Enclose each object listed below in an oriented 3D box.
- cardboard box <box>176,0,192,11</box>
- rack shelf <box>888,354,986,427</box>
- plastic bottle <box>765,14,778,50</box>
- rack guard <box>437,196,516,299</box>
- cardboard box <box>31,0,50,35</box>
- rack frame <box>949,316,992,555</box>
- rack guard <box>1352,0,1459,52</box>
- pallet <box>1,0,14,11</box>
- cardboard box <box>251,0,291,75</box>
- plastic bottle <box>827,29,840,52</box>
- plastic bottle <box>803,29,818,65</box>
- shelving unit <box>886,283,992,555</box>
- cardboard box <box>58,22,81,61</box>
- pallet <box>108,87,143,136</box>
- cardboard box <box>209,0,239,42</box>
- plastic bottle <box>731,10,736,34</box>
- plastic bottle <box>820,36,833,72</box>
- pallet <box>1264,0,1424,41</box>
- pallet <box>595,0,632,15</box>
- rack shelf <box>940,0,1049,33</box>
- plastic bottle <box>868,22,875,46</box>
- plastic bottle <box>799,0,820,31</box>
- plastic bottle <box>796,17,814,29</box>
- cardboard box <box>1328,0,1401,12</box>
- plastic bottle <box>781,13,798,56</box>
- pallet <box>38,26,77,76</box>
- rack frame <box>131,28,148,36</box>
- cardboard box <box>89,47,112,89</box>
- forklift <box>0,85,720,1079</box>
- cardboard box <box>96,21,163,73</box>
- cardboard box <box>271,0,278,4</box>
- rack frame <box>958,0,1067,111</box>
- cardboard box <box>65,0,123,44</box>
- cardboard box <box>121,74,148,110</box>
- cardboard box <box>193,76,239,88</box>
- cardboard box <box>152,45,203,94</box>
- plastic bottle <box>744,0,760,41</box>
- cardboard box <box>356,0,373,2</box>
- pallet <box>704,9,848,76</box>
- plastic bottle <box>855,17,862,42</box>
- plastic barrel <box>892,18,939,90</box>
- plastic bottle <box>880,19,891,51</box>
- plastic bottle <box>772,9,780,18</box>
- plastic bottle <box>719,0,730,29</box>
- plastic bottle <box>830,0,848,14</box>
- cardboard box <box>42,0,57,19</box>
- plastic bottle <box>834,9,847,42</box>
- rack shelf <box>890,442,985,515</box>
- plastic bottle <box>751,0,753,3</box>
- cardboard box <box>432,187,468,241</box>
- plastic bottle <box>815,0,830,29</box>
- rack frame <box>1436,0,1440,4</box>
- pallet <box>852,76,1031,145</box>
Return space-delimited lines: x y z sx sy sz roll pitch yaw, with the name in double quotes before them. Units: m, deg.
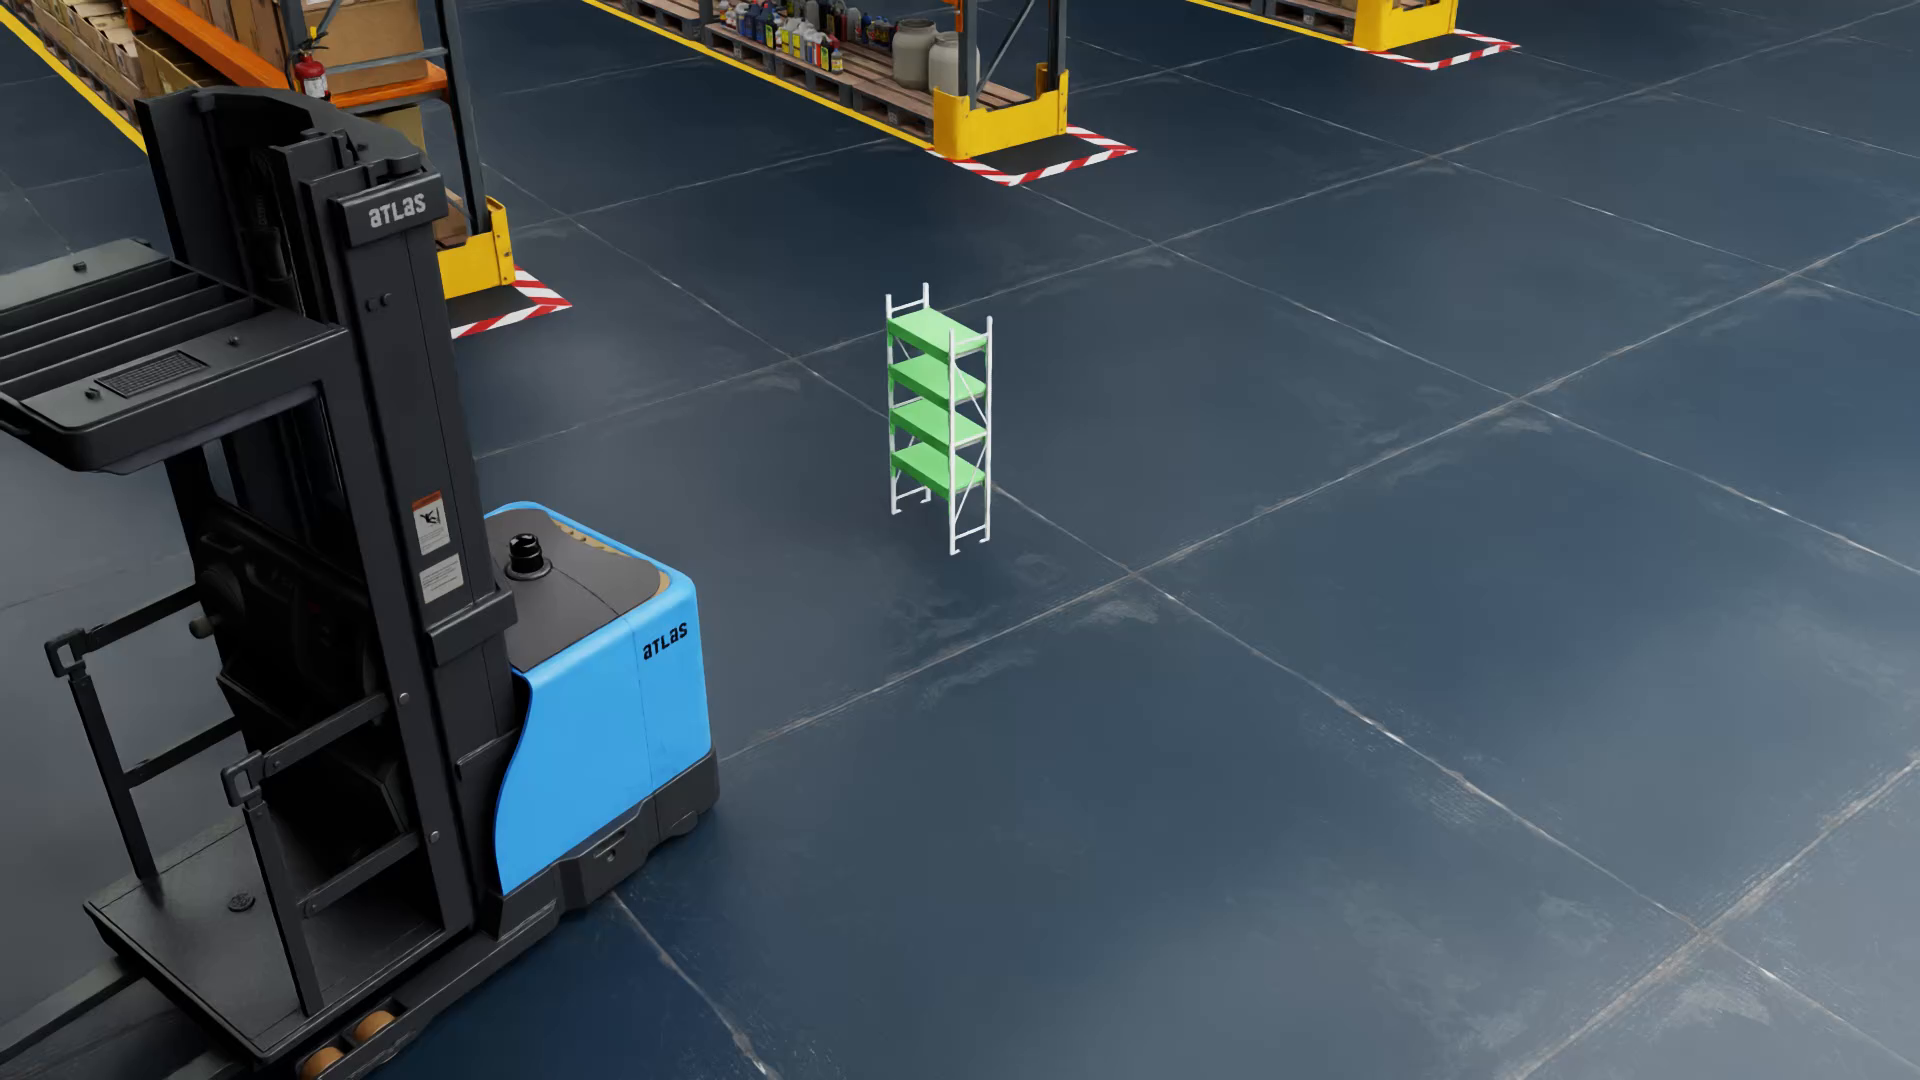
"cardboard box" -5.347 -4.191 12.060 0.700 0.500 0.500 -23 38 -32
"rack shelf" -0.101 -0.728 7.952 0.258 0.148 0.480 -22 38 -31
"plastic bottle" -1.686 -4.551 14.893 0.061 0.283 0.133 -20 37 -29
"rack guard" -3.485 -1.810 10.690 1.175 0.500 0.348 -22 38 -31
"cardboard box" -8.316 -4.913 15.526 0.500 0.250 0.500 -22 38 -32
"rack frame" 0.048 -0.477 7.881 0.240 1.200 0.015 -22 38 -31
"rack guard" 4.281 -5.055 15.915 1.175 0.500 0.348 -22 38 -31
"pallet" -9.577 -5.863 17.490 1.003 0.211 1.213 -22 38 -31
"cardboard box" -4.101 -3.340 10.691 0.700 0.500 0.500 -21 38 -30
"plastic bottle" -1.106 -4.288 14.469 0.061 0.283 0.133 -22 38 -31
"plastic bottle" -1.275 -4.308 14.508 0.152 0.276 0.135 -23 39 -33
"shelving unit" -0.101 -0.579 8.045 0.258 1.200 0.503 -22 38 -31
"cardboard box" -7.684 -4.489 14.843 0.500 0.250 0.500 -23 39 -33
"pallet" -6.435 -3.659 13.941 1.003 0.211 1.213 -22 38 -31
"cardboard box" -4.727 -3.767 11.378 0.700 0.500 0.500 -21 38 -30
"plastic bottle" -2.063 -4.789 15.353 0.097 0.201 0.097 0 32 0
"plastic bottle" -1.143 -4.182 14.298 0.061 0.283 0.133 -21 38 -30
"pallet" 3.811 -5.283 16.555 1.003 0.211 1.213 -22 38 -31
"pallet" -3.302 -5.789 17.371 1.003 0.211 1.213 -22 38 -31
"rack shelf" -0.811 -5.011 14.157 1.077 0.370 4.000 -22 38 -31
"plastic bottle" -0.782 -4.563 14.990 0.097 0.201 0.097 0 32 0
"plastic bottle" -1.399 -4.866 15.407 0.152 0.276 0.135 -22 38 -31
"plastic bottle" -1.392 -4.512 14.836 0.152 0.276 0.135 -22 38 -31
"cardboard box" 3.958 -5.468 16.181 0.500 0.500 0.500 -15 35 -23
"plastic bottle" -1.494 -4.485 14.722 0.144 0.351 0.185 -23 38 -32
"pallet" -7.931 -4.676 15.578 1.003 0.211 1.213 -22 38 -31
"rack frame" -5.952 -4.549 12.731 1.000 3.000 0.127 -22 38 -31
"cardboard box" -7.058 -4.063 14.157 0.500 0.250 0.500 -21 38 -30
"forklift" -2.246 0.260 5.054 1.130 2.935 3.031 23 38 32
"cardboard box" -6.751 -4.088 13.666 0.500 0.311 0.500 -21 38 -30
"cardboard box" -4.046 -3.406 10.182 0.380 0.149 0.250 -21 38 -30
"rack frame" 0.416 -4.483 12.625 1.000 3.000 0.127 -22 38 -31
"cardboard box" -7.361 -4.508 14.341 0.500 0.311 0.500 -23 38 -32
"cardboard box" -6.436 -3.638 13.473 0.500 0.250 0.500 -23 38 -32
"cardboard box" -4.994 -2.959 11.668 0.500 0.500 0.500 -22 38 -31
"cardboard box" -5.602 -3.377 12.342 0.500 0.500 0.500 -22 38 -31
"plastic bottle" -1.870 -4.741 15.134 0.144 0.351 0.185 -21 38 -30
"cardboard box" -3.570 -3.433 10.225 0.380 0.149 0.250 -23 38 -32
"pallet" -1.658 -4.672 15.572 1.003 0.211 1.213 -22 38 -31
"plastic bottle" -0.908 -4.649 15.128 0.097 0.201 0.097 0 32 0
"plastic barrel" -0.356 -4.063 13.909 0.421 0.512 0.421 0 32 0
"plastic bottle" -0.660 -4.510 14.838 0.097 0.271 0.097 0 32 0
"plastic bottle" -1.686 -4.686 15.121 0.097 0.271 0.097 0 32 0
"plastic bottle" -2.188 -4.903 15.471 0.097 0.271 0.097 0 32 0
"plastic bottle" -1.099 -4.822 15.264 0.144 0.351 0.185 -23 38 -32
"cardboard box" -7.987 -4.935 15.029 0.500 0.311 0.500 -23 39 -33
"plastic bottle" -1.086 -4.690 15.115 0.061 0.283 0.133 -22 38 -31
"rack shelf" -0.102 -0.321 8.205 0.258 0.148 0.480 -22 38 -31
"plastic bottle" -1.885 -4.817 15.321 0.061 0.283 0.133 -22 38 -31
"cardboard box" -3.653 -2.188 11.137 0.500 0.250 0.500 -22 38 -31
"plastic bottle" -1.297 -4.956 15.481 0.144 0.351 0.185 -24 39 -34
"rack frame" 4.328 -6.085 15.205 1.000 3.000 0.127 -22 38 -31
"pallet" -0.162 -3.655 13.935 1.003 0.211 1.213 -22 38 -31
